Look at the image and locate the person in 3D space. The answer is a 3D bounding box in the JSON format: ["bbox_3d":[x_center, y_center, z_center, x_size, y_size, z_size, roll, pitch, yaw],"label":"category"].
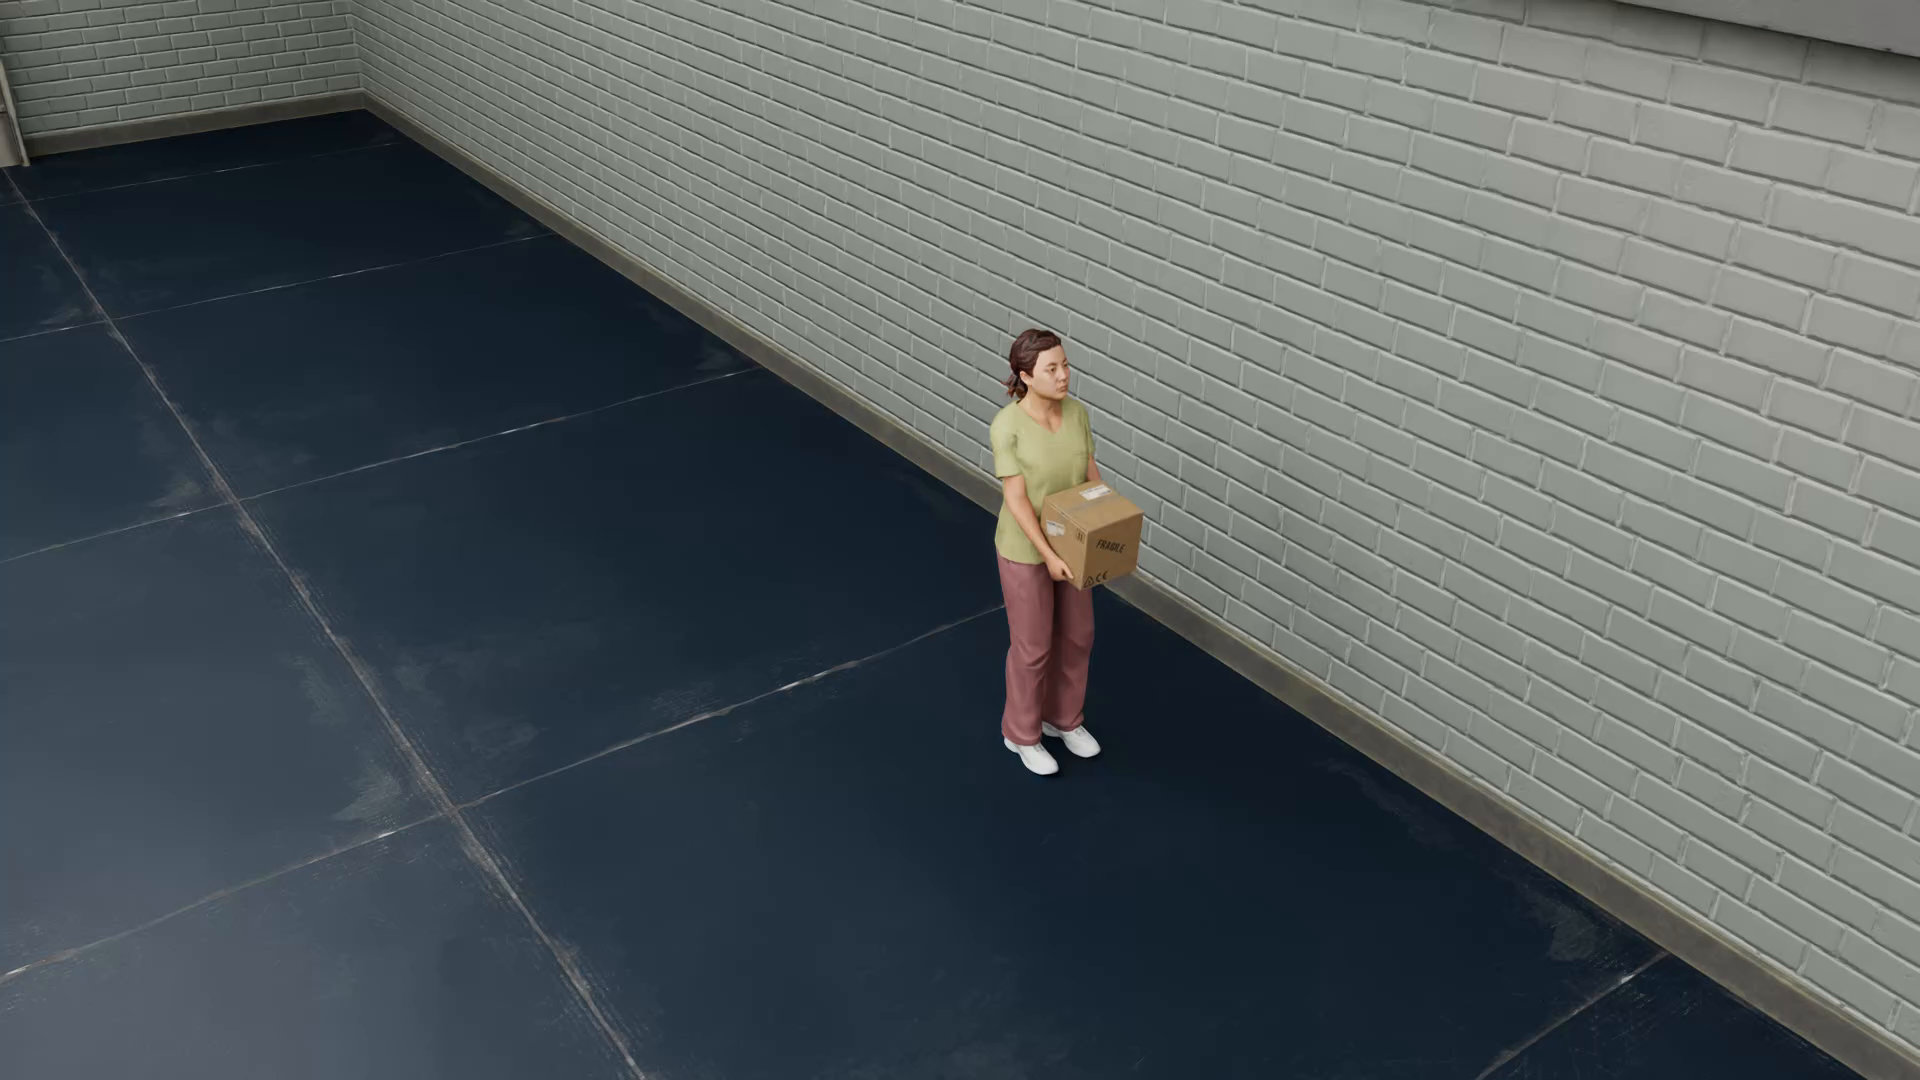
[{"bbox_3d":[0.344,0.063,6.021,0.427,1.662,0.559,-19,34,-30],"label":"person"}]
